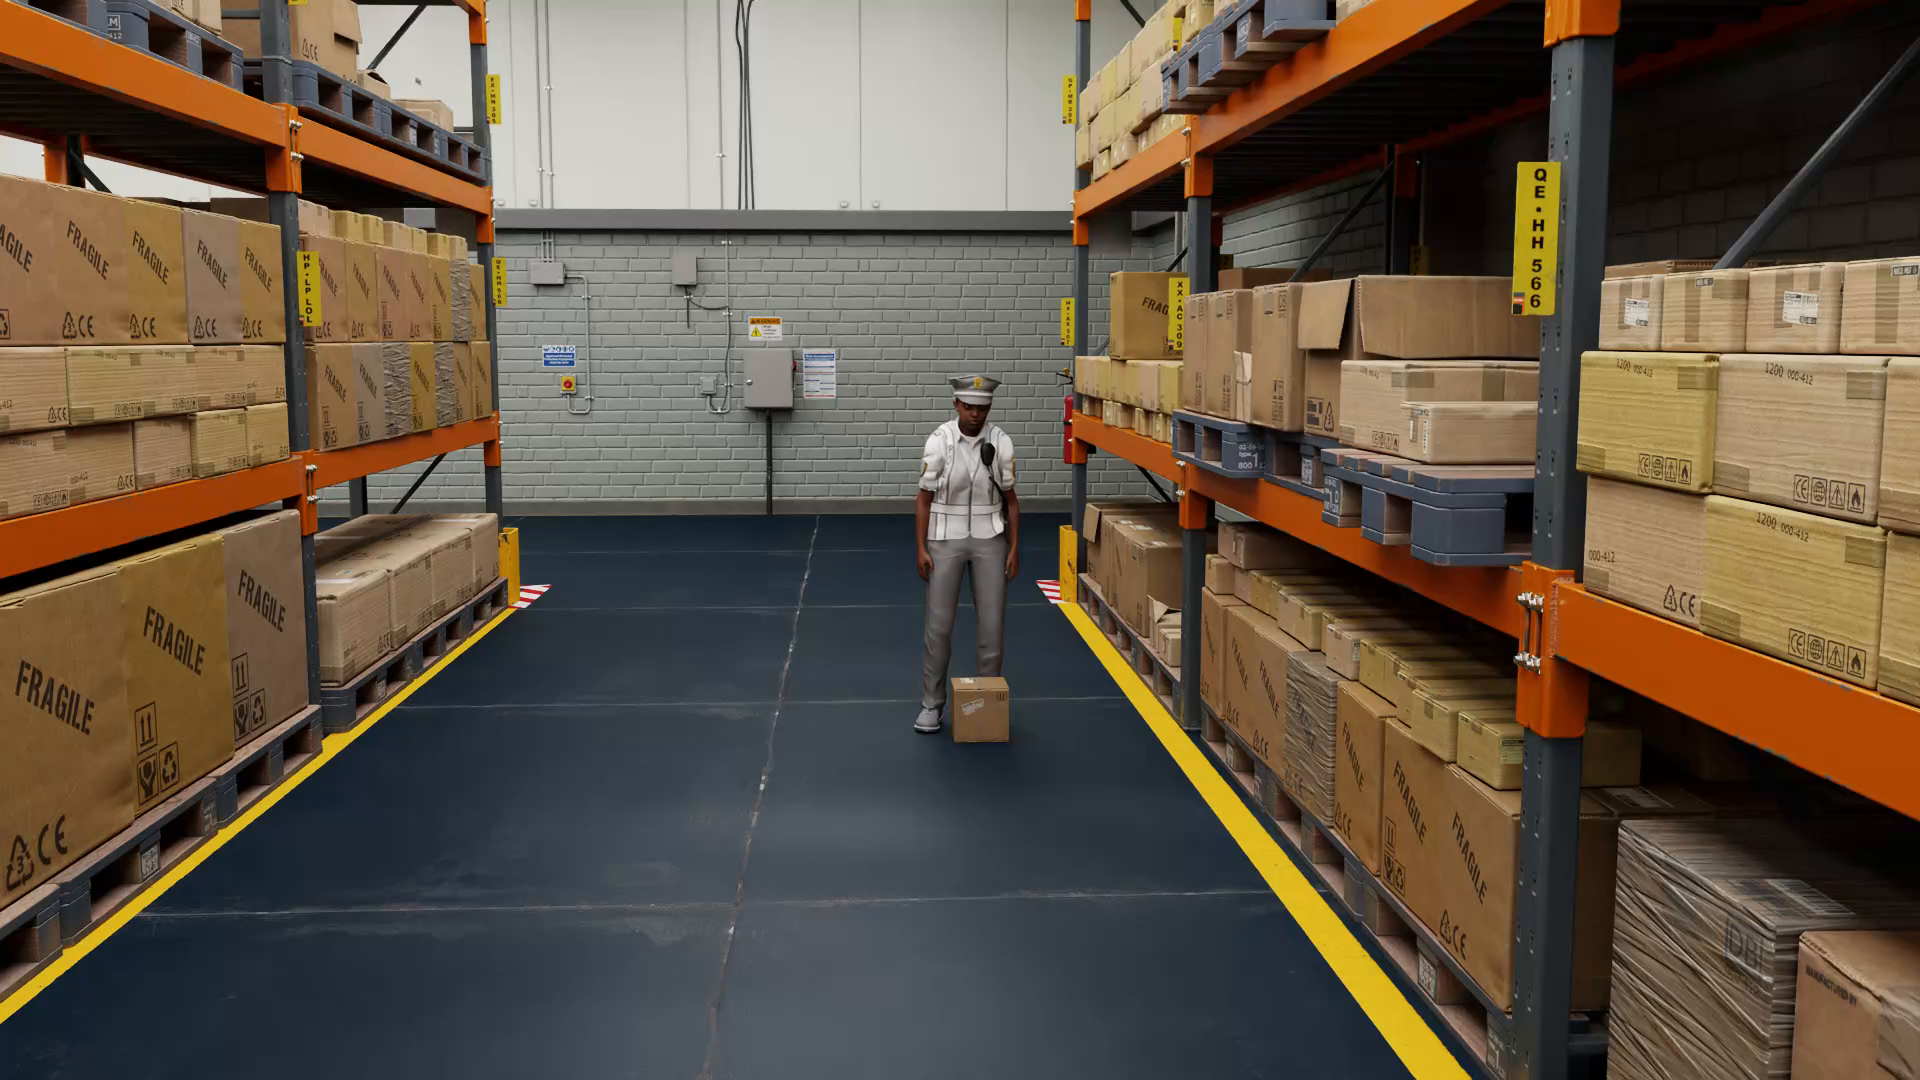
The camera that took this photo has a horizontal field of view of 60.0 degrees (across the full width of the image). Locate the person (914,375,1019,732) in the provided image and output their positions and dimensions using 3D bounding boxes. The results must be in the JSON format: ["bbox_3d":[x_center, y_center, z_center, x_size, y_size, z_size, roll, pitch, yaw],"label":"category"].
[{"bbox_3d":[0.030,0.054,7.809,0.510,1.659,0.396,-1,7,-6],"label":"person"}]
